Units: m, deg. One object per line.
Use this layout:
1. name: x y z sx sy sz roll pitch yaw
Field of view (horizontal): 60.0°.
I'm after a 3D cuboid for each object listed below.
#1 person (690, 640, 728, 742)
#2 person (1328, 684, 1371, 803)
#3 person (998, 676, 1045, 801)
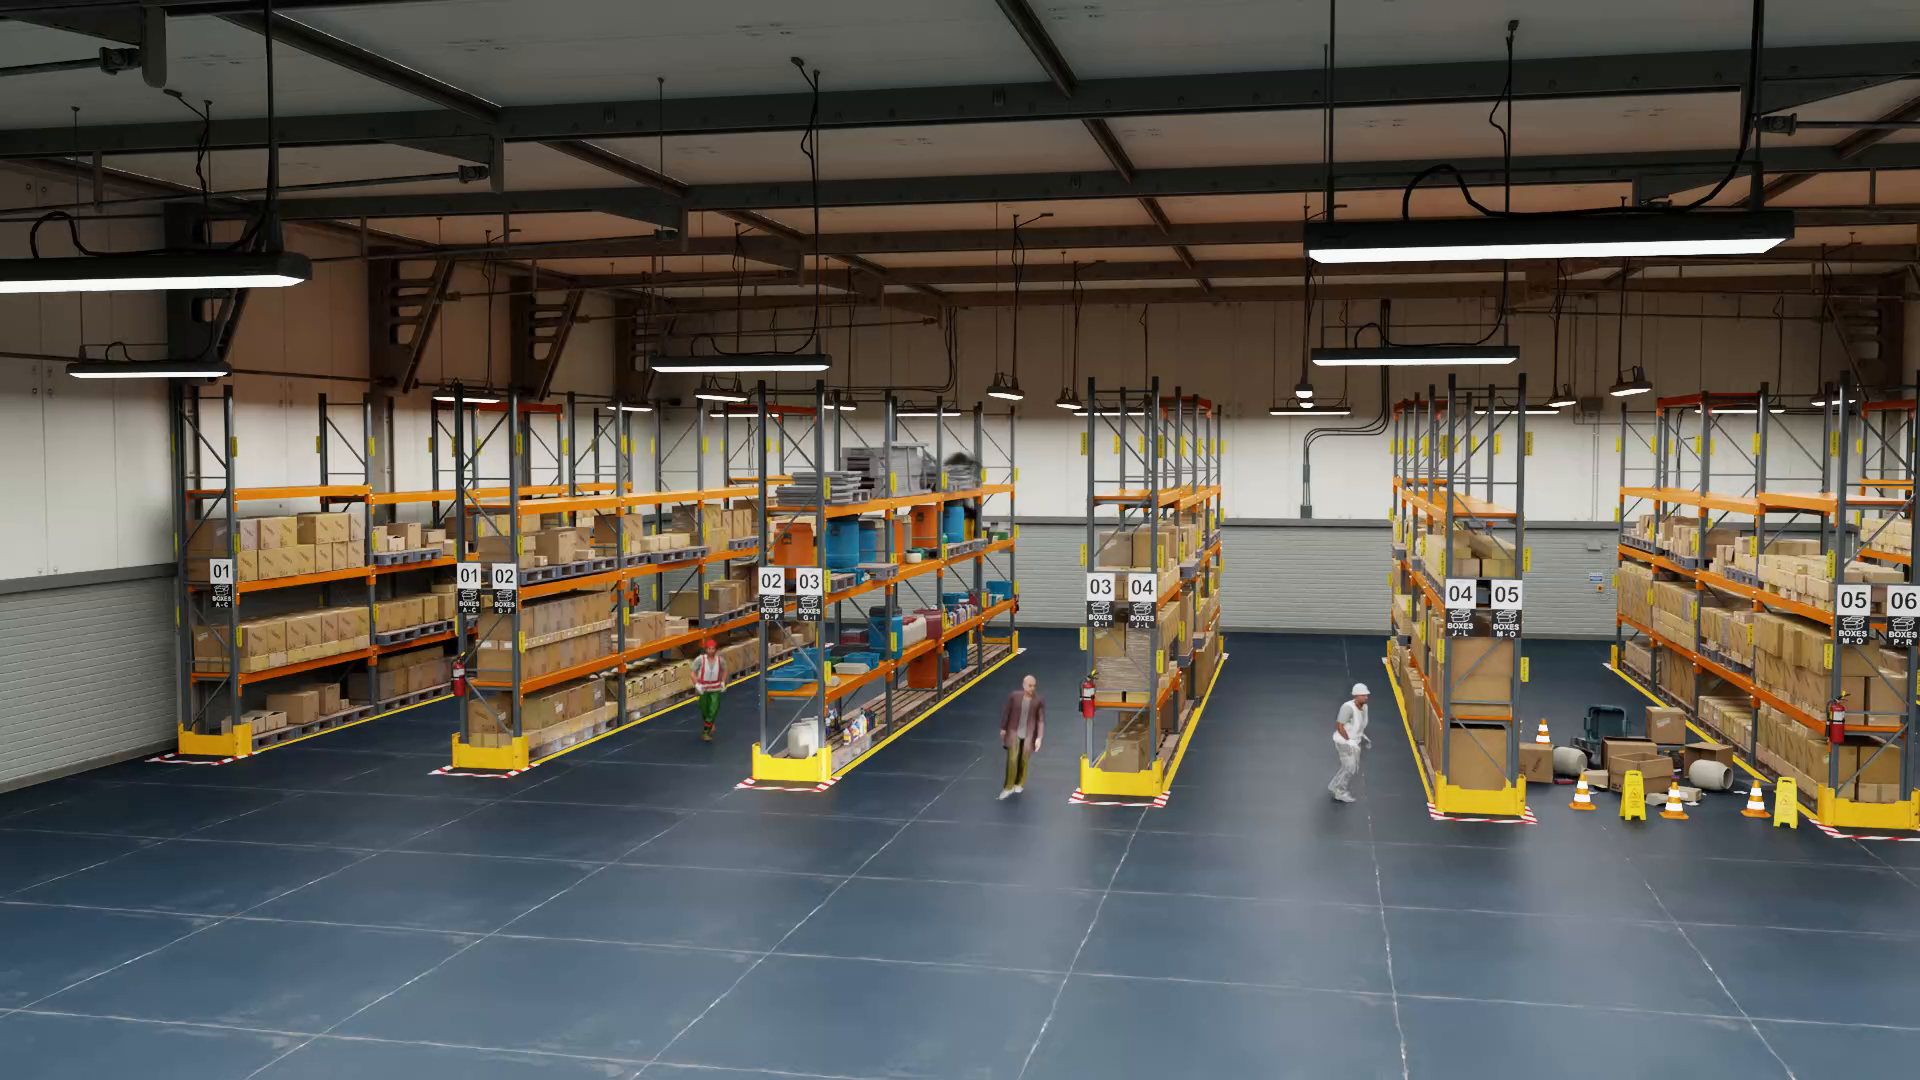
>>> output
1. person: -4.295 2.553 28.428 0.651 1.734 0.627 -1 3 -15
2. person: 5.438 2.843 23.388 0.789 1.711 0.660 3 4 44
3. person: 0.863 2.805 23.795 0.682 1.784 0.631 0 3 -2
